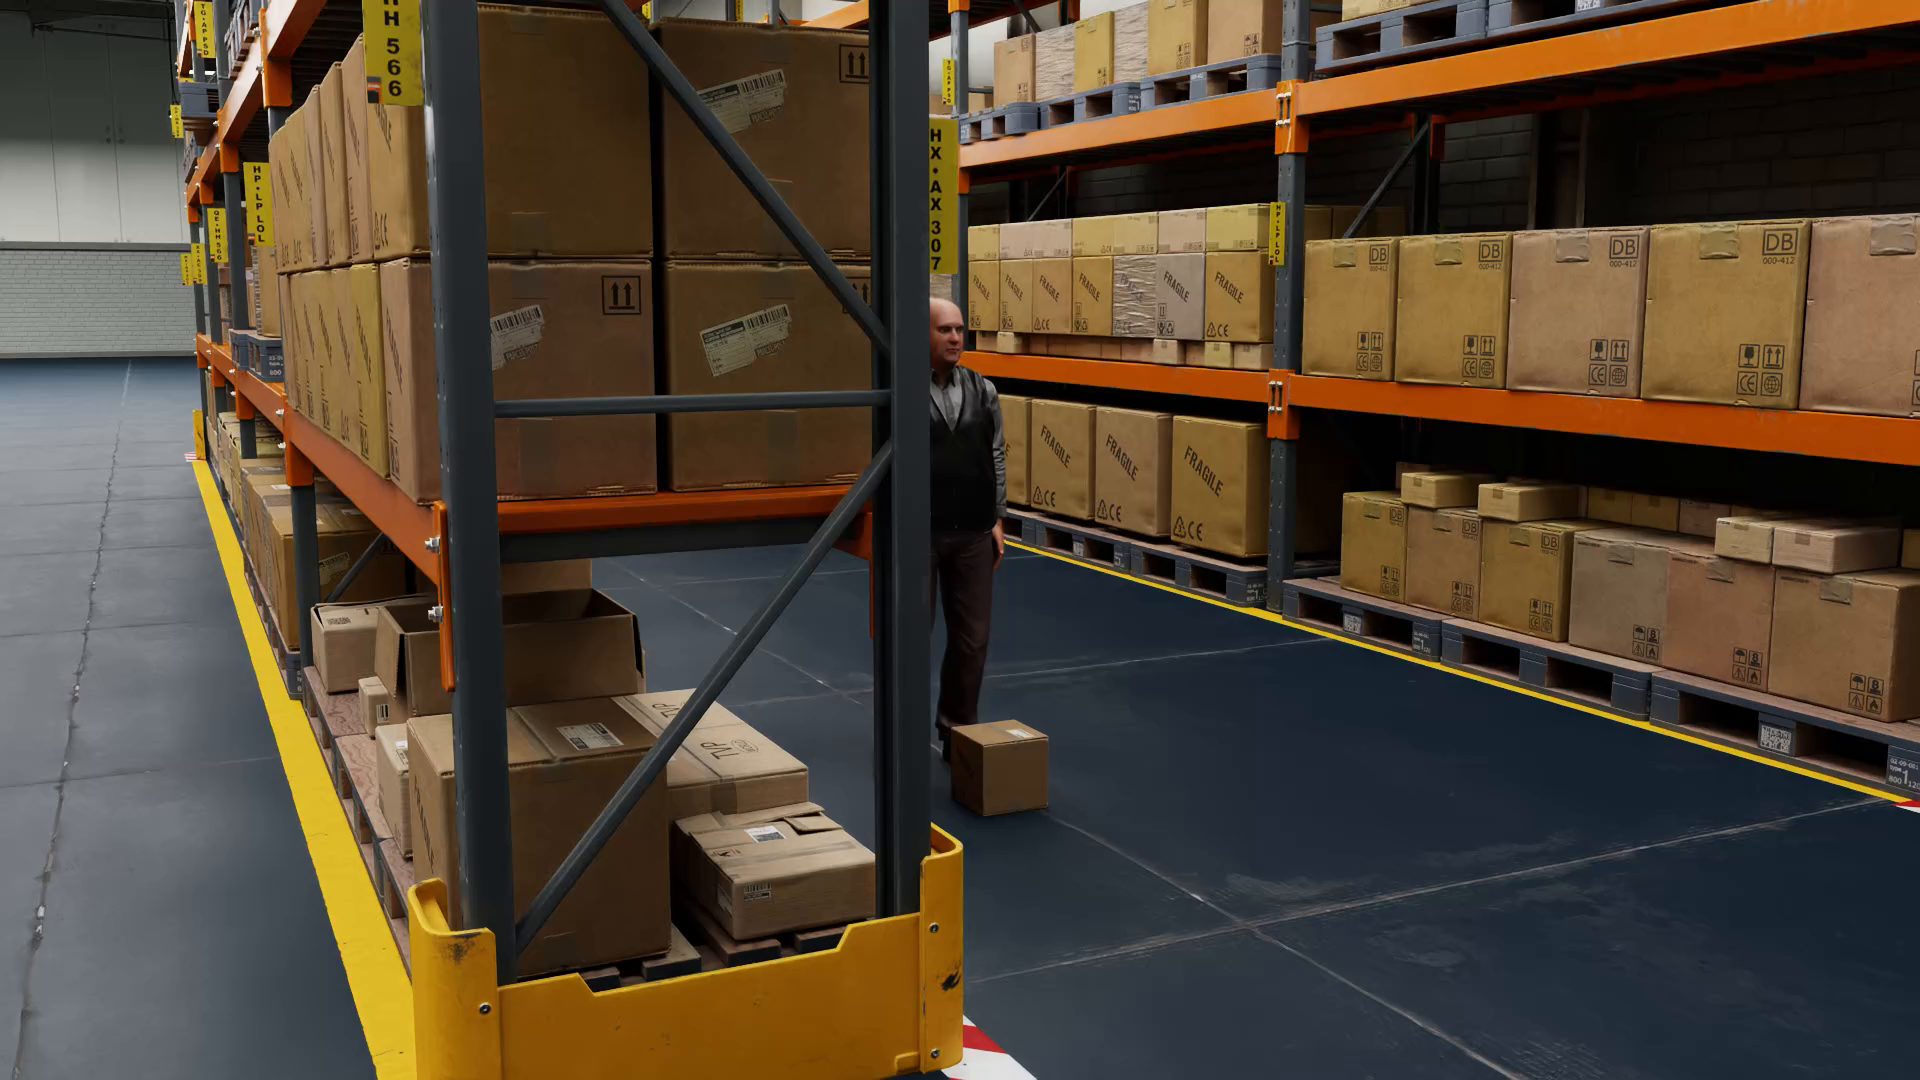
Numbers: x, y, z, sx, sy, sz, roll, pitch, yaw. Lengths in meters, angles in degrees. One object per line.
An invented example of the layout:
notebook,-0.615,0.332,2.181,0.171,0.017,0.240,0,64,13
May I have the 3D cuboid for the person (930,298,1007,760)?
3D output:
person,-0.067,-0.010,6.025,0.532,1.719,0.360,-4,9,-25
